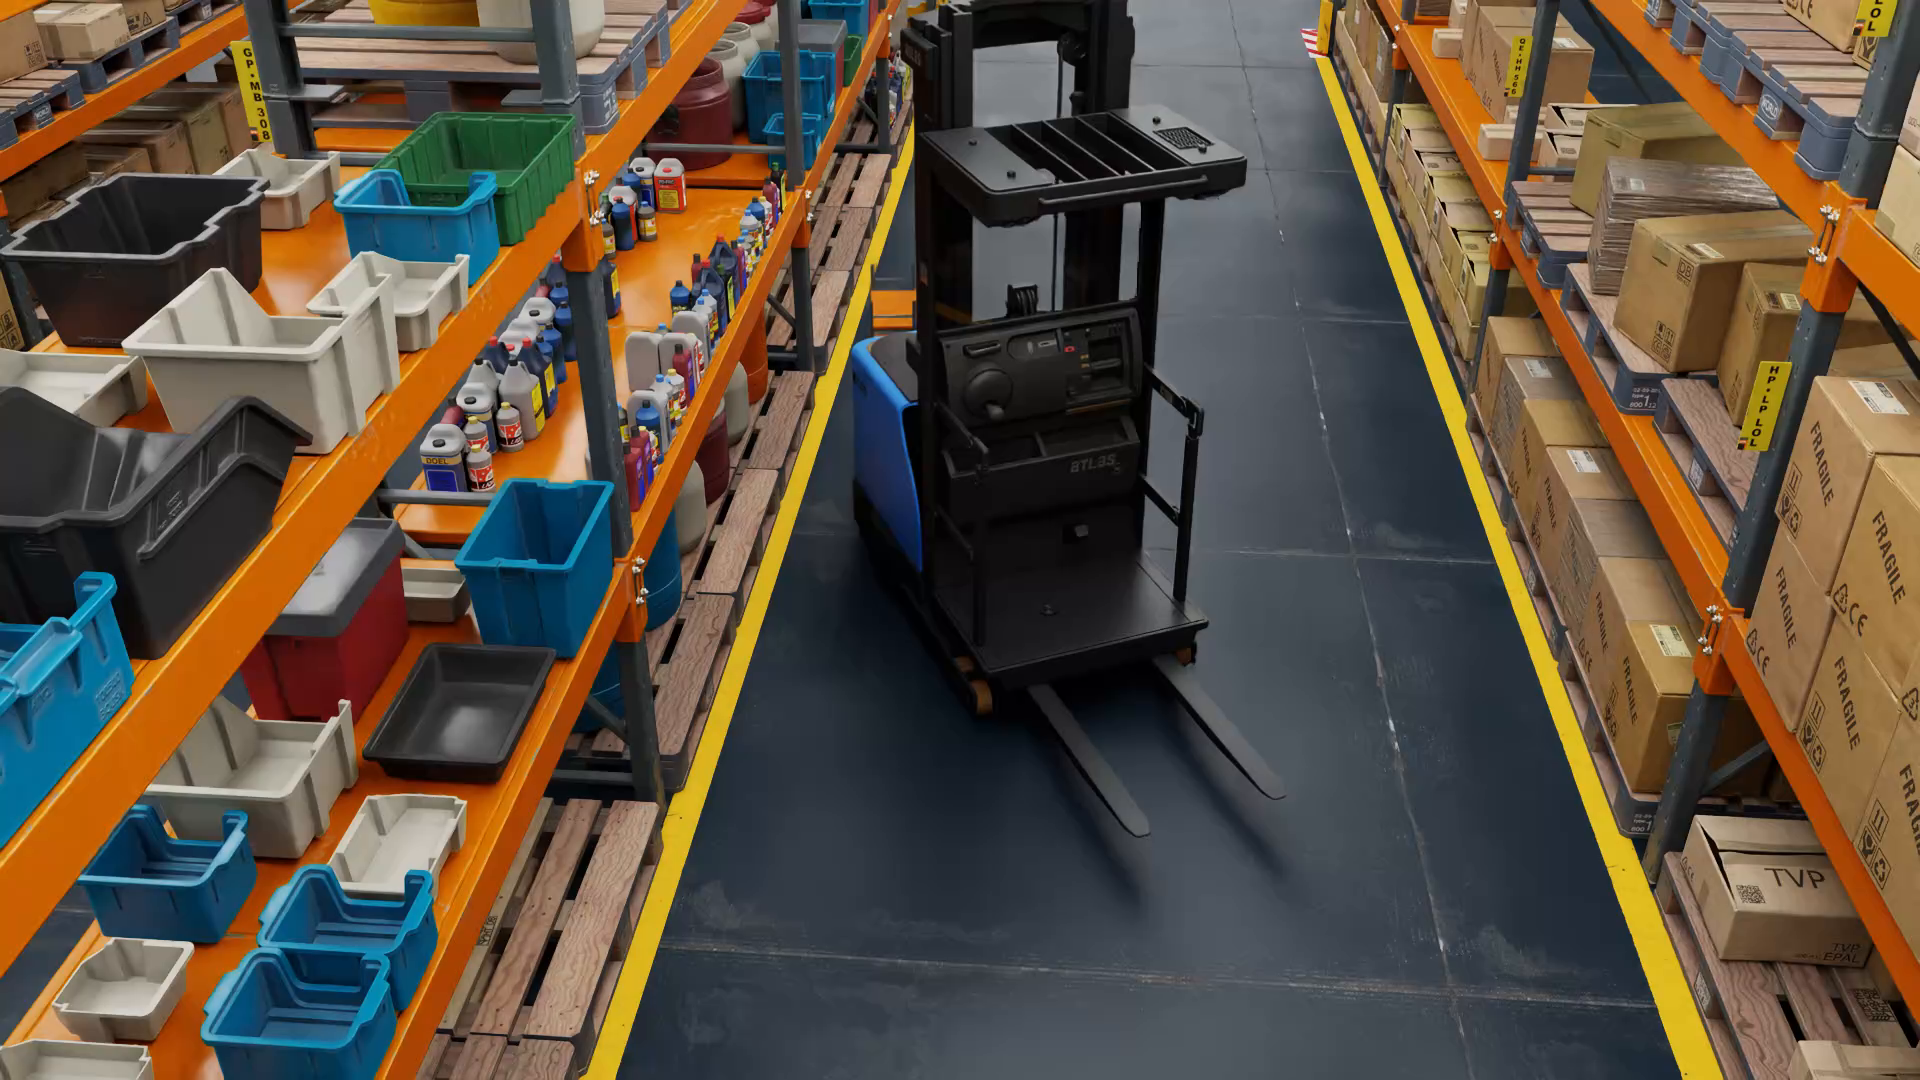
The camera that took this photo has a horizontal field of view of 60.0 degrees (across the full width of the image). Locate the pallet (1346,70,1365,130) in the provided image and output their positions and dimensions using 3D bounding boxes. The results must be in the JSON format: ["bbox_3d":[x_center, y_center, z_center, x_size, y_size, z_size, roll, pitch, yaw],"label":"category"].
[{"bbox_3d":[4.069,-3.976,15.000,1.003,0.211,1.213,2,32,4],"label":"pallet"}]

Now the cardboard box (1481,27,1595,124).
[{"bbox_3d":[3.660,-2.938,10.563,0.500,0.500,0.500,1,32,1],"label":"cardboard box"}]

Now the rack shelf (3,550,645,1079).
[{"bbox_3d":[-1.885,1.213,4.609,1.077,0.370,4.000,2,32,4],"label":"rack shelf"}]

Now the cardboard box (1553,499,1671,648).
[{"bbox_3d":[3.058,0.161,7.594,0.500,0.500,0.500,3,32,5],"label":"cardboard box"}]

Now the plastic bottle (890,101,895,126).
[{"bbox_3d":[-0.592,-3.573,13.936,0.097,0.201,0.097,0,32,0],"label":"plastic bottle"}]

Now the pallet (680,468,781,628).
[{"bbox_3d":[-1.521,0.006,8.538,1.003,0.211,1.213,2,32,4],"label":"pallet"}]

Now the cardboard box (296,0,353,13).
[{"bbox_3d":[-5.834,-4.774,15.620,0.500,0.500,0.500,5,32,9],"label":"cardboard box"}]

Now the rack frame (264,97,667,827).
[{"bbox_3d":[-1.723,-0.139,6.117,1.000,3.000,0.127,2,32,4],"label":"rack frame"}]

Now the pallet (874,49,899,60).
[{"bbox_3d":[-0.776,-4.761,16.274,1.003,0.211,1.213,2,32,4],"label":"pallet"}]

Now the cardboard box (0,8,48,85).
[{"bbox_3d":[-6.383,-3.244,10.659,0.700,0.500,0.500,7,32,11],"label":"cardboard box"}]

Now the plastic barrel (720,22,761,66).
[{"bbox_3d":[-1.492,-3.046,10.727,0.421,0.512,0.421,0,32,0],"label":"plastic barrel"}]

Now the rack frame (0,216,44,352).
[{"bbox_3d":[-6.333,-2.442,9.854,1.000,3.000,0.127,2,32,4],"label":"rack frame"}]

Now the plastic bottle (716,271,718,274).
[{"bbox_3d":[-1.184,-1.190,7.933,0.061,0.283,0.133,2,32,4],"label":"plastic bottle"}]

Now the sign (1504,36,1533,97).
[{"bbox_3d":[2.986,-2.532,8.896,0.100,0.325,0.005,2,32,4],"label":"sign"}]

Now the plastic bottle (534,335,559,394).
[{"bbox_3d":[-1.816,-0.764,7.253,0.097,0.271,0.097,0,32,0],"label":"plastic bottle"}]

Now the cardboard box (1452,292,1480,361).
[{"bbox_3d":[3.339,-1.311,10.239,0.500,0.250,0.500,3,32,5],"label":"cardboard box"}]

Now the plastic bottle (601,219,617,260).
[{"bbox_3d":[-1.840,-1.563,8.616,0.097,0.201,0.097,0,32,0],"label":"plastic bottle"}]

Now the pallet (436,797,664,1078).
[{"bbox_3d":[-1.744,1.434,6.222,1.003,0.211,1.213,2,32,4],"label":"pallet"}]

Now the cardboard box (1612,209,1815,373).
[{"bbox_3d":[3.296,-1.074,7.137,0.700,0.500,0.500,-5,32,-9],"label":"cardboard box"}]

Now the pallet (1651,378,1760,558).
[{"bbox_3d":[3.388,-0.257,6.491,1.003,0.211,1.213,2,32,4],"label":"pallet"}]

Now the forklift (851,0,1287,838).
[{"bbox_3d":[0.447,-0.708,7.105,1.130,2.935,3.031,-12,33,-18],"label":"forklift"}]

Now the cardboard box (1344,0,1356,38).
[{"bbox_3d":[3.887,-4.996,15.503,0.500,0.500,0.500,2,32,4],"label":"cardboard box"}]

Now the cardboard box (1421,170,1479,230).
[{"bbox_3d":[3.460,-2.347,11.385,0.500,0.311,0.500,3,32,5],"label":"cardboard box"}]

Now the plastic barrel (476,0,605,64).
[{"bbox_3d":[-1.430,-1.917,5.613,0.433,0.535,0.433,0,32,0],"label":"plastic barrel"}]

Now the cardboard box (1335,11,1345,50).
[{"bbox_3d":[3.926,-4.938,16.124,0.500,0.250,0.500,2,32,4],"label":"cardboard box"}]

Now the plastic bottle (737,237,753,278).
[{"bbox_3d":[-1.099,-1.431,8.402,0.097,0.201,0.097,0,32,0],"label":"plastic bottle"}]

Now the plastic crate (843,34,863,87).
[{"bbox_3d":[-0.932,-3.310,11.463,0.450,0.188,0.662,2,32,4],"label":"plastic crate"}]

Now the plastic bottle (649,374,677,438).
[{"bbox_3d":[-1.239,-0.561,6.924,0.097,0.271,0.097,0,32,0],"label":"plastic bottle"}]

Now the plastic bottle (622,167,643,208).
[{"bbox_3d":[-1.791,-1.904,9.103,0.097,0.271,0.097,0,32,0],"label":"plastic bottle"}]

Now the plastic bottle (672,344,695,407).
[{"bbox_3d":[-1.195,-0.728,7.183,0.061,0.283,0.133,2,32,4],"label":"plastic bottle"}]

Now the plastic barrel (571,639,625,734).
[{"bbox_3d":[-1.661,0.291,7.018,0.600,0.901,0.708,2,32,4],"label":"plastic barrel"}]

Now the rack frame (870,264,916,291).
[{"bbox_3d":[-0.357,-0.954,9.155,0.240,1.200,0.015,-1,32,-2],"label":"rack frame"}]

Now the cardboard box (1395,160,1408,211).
[{"bbox_3d":[3.543,-2.650,12.411,0.500,0.250,0.500,3,32,5],"label":"cardboard box"}]

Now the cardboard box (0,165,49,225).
[{"bbox_3d":[-6.309,-2.236,10.768,0.500,0.250,0.500,4,32,6],"label":"cardboard box"}]

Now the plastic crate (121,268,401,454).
[{"bbox_3d":[-1.560,-0.420,3.826,0.437,0.282,0.530,2,32,4],"label":"plastic crate"}]

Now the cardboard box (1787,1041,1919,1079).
[{"bbox_3d":[2.904,1.756,5.323,0.380,0.166,0.250,2,32,4],"label":"cardboard box"}]

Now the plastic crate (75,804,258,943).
[{"bbox_3d":[-2.137,0.913,4.511,0.416,0.233,0.300,2,32,4],"label":"plastic crate"}]

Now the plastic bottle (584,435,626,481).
[{"bbox_3d":[-1.368,-0.310,6.440,0.144,0.351,0.185,2,32,4],"label":"plastic bottle"}]

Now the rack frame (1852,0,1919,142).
[{"bbox_3d":[3.214,-2.480,4.196,1.000,3.000,0.127,2,32,4],"label":"rack frame"}]

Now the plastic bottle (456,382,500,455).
[{"bbox_3d":[-1.983,-0.497,6.816,0.152,0.276,0.135,2,32,4],"label":"plastic bottle"}]

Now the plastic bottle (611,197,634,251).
[{"bbox_3d":[-1.768,-1.660,8.707,0.097,0.271,0.097,0,32,0],"label":"plastic bottle"}]

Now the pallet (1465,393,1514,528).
[{"bbox_3d":[3.441,-0.441,9.265,1.003,0.211,1.213,2,32,4],"label":"pallet"}]

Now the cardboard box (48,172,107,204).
[{"bbox_3d":[-6.266,-2.207,11.436,0.700,0.500,0.500,0,32,0],"label":"cardboard box"}]

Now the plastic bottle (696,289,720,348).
[{"bbox_3d":[-1.166,-1.026,7.679,0.097,0.271,0.097,0,32,0],"label":"plastic bottle"}]

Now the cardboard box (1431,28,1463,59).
[{"bbox_3d":[3.590,-3.547,11.887,0.380,0.149,0.250,2,32,4],"label":"cardboard box"}]

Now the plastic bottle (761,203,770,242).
[{"bbox_3d":[-1.059,-1.685,8.815,0.097,0.201,0.097,0,32,0],"label":"plastic bottle"}]

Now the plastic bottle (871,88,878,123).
[{"bbox_3d":[-0.715,-3.676,14.025,0.061,0.283,0.133,2,32,4],"label":"plastic bottle"}]

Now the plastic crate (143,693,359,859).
[{"bbox_3d":[-2.030,0.676,4.849,0.437,0.282,0.530,2,32,4],"label":"plastic crate"}]

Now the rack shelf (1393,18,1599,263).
[{"bbox_3d":[3.703,-2.757,11.050,1.077,0.370,4.000,2,32,4],"label":"rack shelf"}]

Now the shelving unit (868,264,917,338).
[{"bbox_3d":[-0.350,-0.826,8.947,0.258,1.200,0.503,-1,32,-2],"label":"shelving unit"}]

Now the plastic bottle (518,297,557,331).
[{"bbox_3d":[-1.912,-0.953,7.555,0.152,0.276,0.135,2,32,4],"label":"plastic bottle"}]

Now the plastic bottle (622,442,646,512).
[{"bbox_3d":[-1.267,-0.263,6.429,0.061,0.283,0.133,2,32,4],"label":"plastic bottle"}]

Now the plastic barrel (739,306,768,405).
[{"bbox_3d":[-1.420,-1.229,9.554,0.600,0.830,0.708,2,32,4],"label":"plastic barrel"}]

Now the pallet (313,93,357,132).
[{"bbox_3d":[-5.988,-3.700,14.552,1.003,0.211,1.213,2,32,4],"label":"pallet"}]

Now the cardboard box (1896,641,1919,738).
[{"bbox_3d":[2.811,0.379,4.228,0.500,0.500,0.500,2,32,3],"label":"cardboard box"}]

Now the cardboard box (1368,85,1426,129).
[{"bbox_3d":[3.736,-3.630,14.002,0.500,0.250,0.500,2,32,4],"label":"cardboard box"}]

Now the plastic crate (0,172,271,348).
[{"bbox_3d":[-2.097,-0.723,4.329,0.497,0.269,0.590,2,32,4],"label":"plastic crate"}]
